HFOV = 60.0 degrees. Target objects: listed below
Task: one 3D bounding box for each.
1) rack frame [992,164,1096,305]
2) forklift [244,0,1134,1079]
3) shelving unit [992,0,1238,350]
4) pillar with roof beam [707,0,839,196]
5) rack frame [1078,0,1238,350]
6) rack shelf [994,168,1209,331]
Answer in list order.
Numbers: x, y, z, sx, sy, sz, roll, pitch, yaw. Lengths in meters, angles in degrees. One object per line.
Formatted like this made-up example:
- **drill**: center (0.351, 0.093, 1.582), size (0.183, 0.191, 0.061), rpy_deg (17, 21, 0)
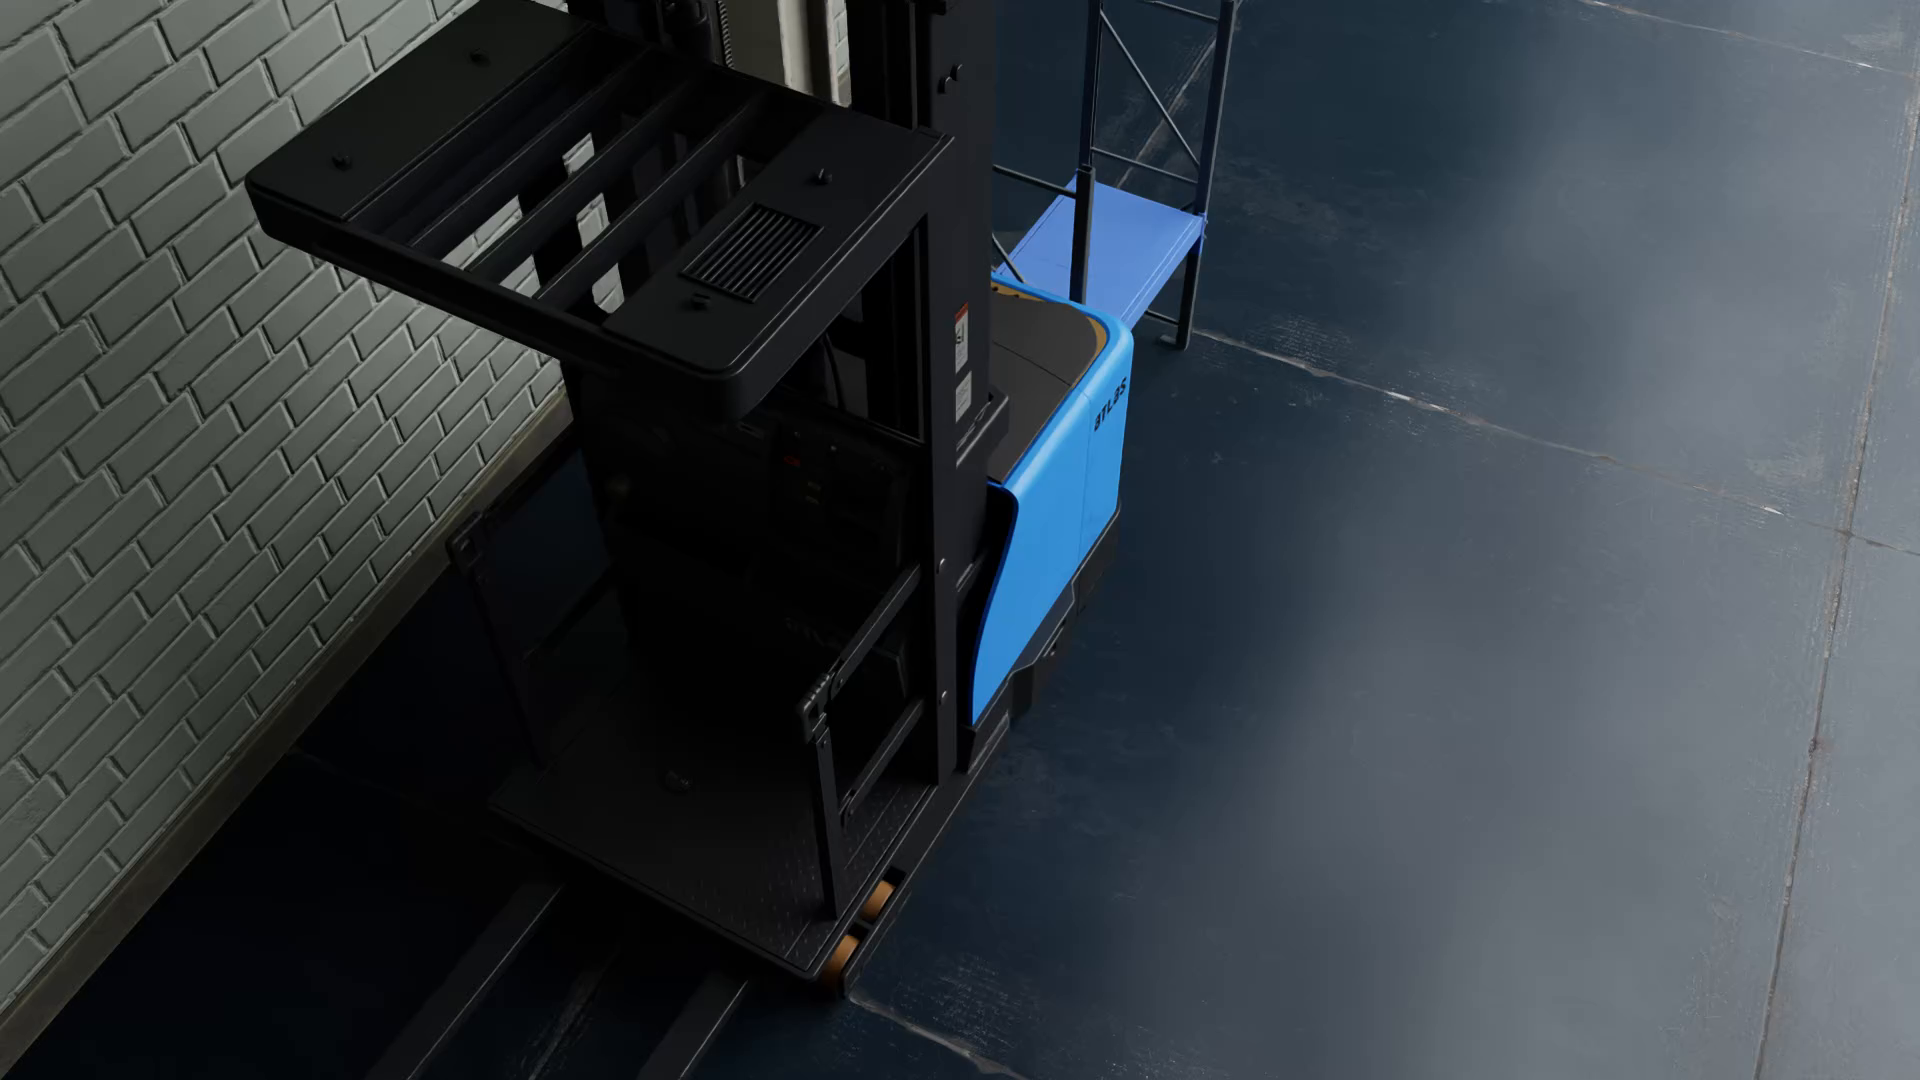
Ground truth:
- **rack frame**: center (0.156, -0.641, 5.310), size (0.500, 1.500, 0.032), rpy_deg (23, 53, 18)
- **forklift**: center (-0.631, -0.091, 3.903), size (1.130, 2.935, 3.031), rpy_deg (23, 53, 18)
- **shelving unit**: center (0.404, -0.978, 5.598), size (0.538, 1.500, 1.048), rpy_deg (23, 53, 18)
- **pillar with roof beam**: center (3.188, -2.900, 2.309), size (9.100, 9.000, 0.400), rpy_deg (20, 52, 16)
- **rack frame**: center (0.653, -1.316, 5.885), size (0.500, 1.500, 0.032), rpy_deg (23, 53, 18)
- **rack shelf**: center (0.404, -0.862, 5.735), size (0.538, 0.185, 1.000), rpy_deg (23, 53, 18)
